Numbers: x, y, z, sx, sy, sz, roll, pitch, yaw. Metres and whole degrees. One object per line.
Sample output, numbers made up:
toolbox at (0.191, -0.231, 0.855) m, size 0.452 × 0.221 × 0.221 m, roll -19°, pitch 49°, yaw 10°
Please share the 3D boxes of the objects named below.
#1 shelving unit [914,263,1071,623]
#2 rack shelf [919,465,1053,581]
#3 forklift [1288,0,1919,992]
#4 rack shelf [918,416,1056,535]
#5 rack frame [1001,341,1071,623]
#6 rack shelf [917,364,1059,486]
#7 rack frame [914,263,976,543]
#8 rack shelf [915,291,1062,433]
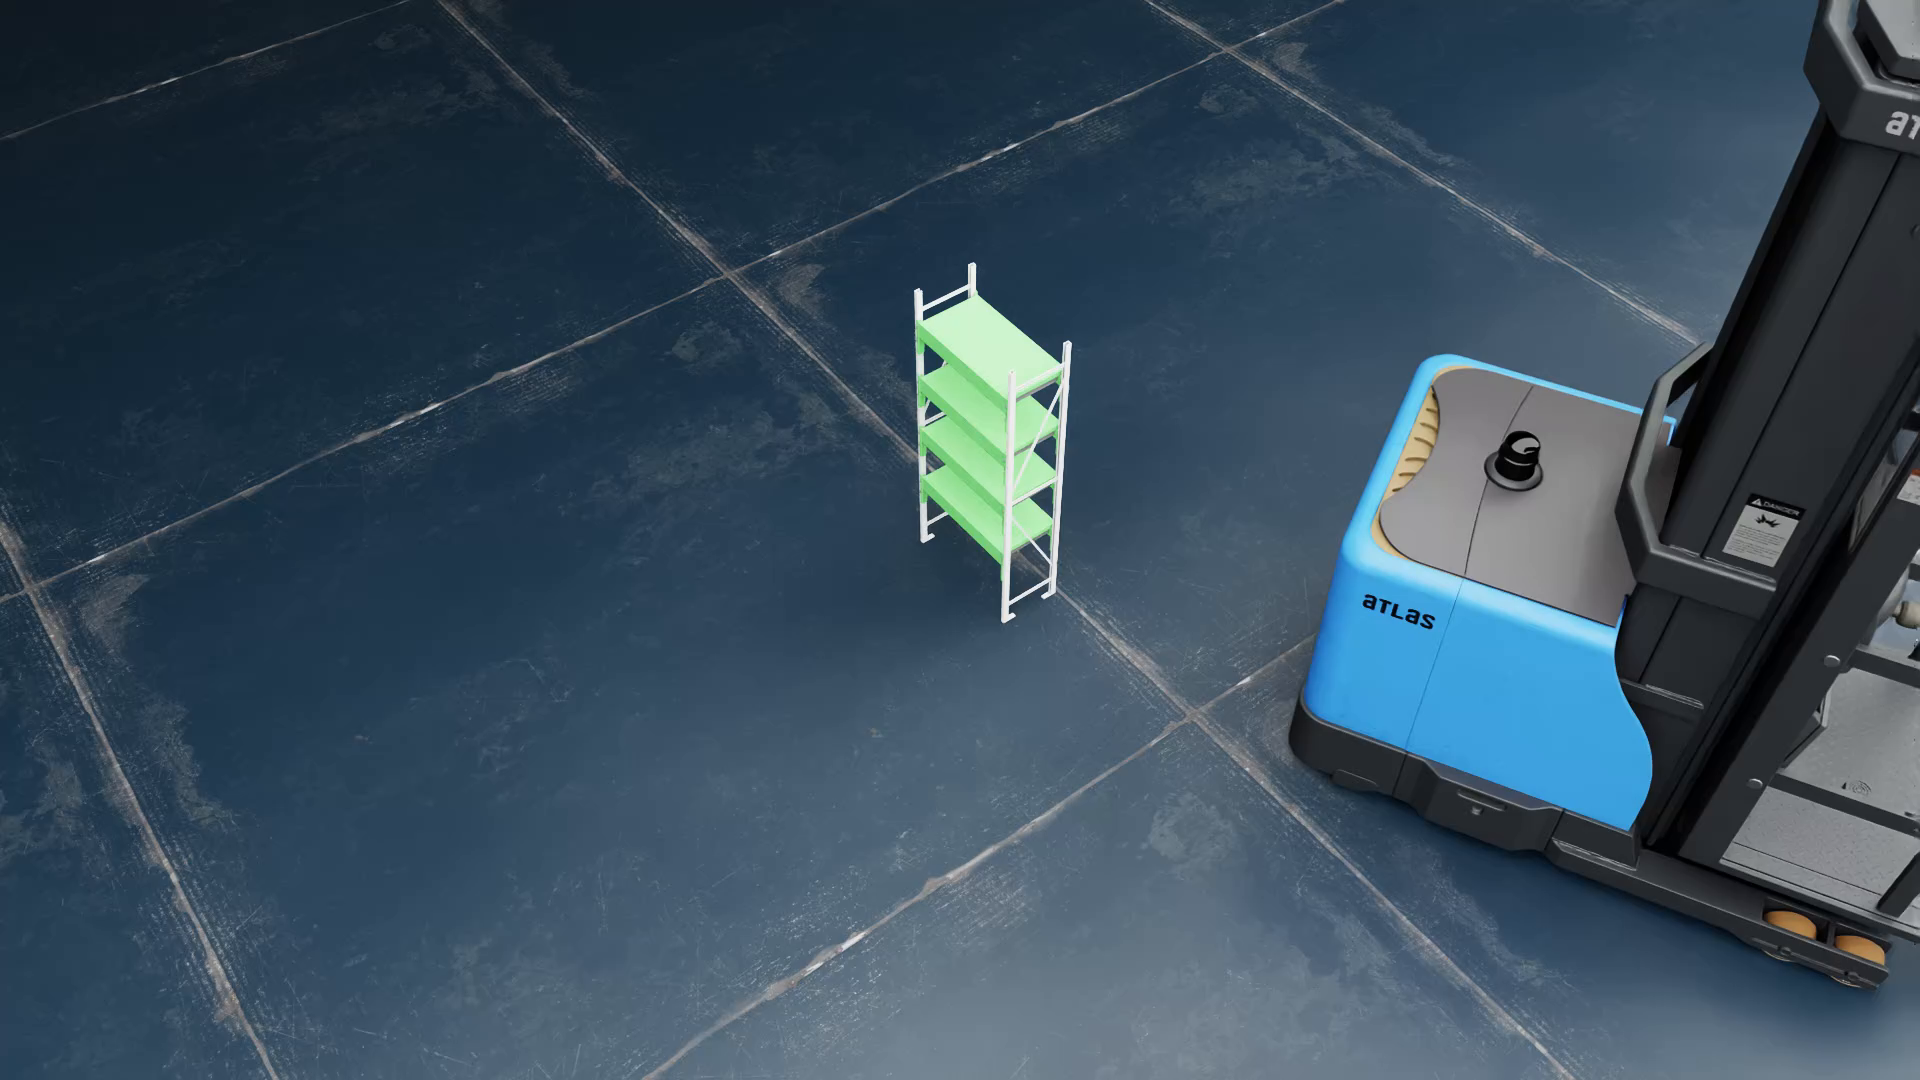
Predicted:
shelving unit at (0.100, -0.305, 5.717) m, size 0.258 × 1.200 × 0.503 m, roll -29°, pitch 54°, yaw -24°
rack shelf at (0.100, -0.101, 5.942) m, size 0.258 × 0.148 × 0.480 m, roll -29°, pitch 54°, yaw -24°
forklift at (2.652, -0.090, 4.353) m, size 3.031 × 2.935 × 1.130 m, roll 20°, pitch 51°, yaw 17°
rack shelf at (0.100, -0.262, 5.764) m, size 0.258 × 0.148 × 0.480 m, roll -29°, pitch 54°, yaw -24°
rack frame at (0.248, -0.162, 5.587) m, size 0.240 × 1.200 × 0.015 m, roll -29°, pitch 54°, yaw -24°
rack shelf at (0.100, -0.424, 5.587) m, size 0.258 × 0.148 × 0.480 m, roll -29°, pitch 54°, yaw -24°
rack frame at (-0.048, -0.449, 5.847) m, size 0.240 × 1.200 × 0.015 m, roll -29°, pitch 54°, yaw -24°
rack shelf at (0.100, -0.585, 5.409) m, size 0.258 × 0.148 × 0.480 m, roll -29°, pitch 54°, yaw -24°
